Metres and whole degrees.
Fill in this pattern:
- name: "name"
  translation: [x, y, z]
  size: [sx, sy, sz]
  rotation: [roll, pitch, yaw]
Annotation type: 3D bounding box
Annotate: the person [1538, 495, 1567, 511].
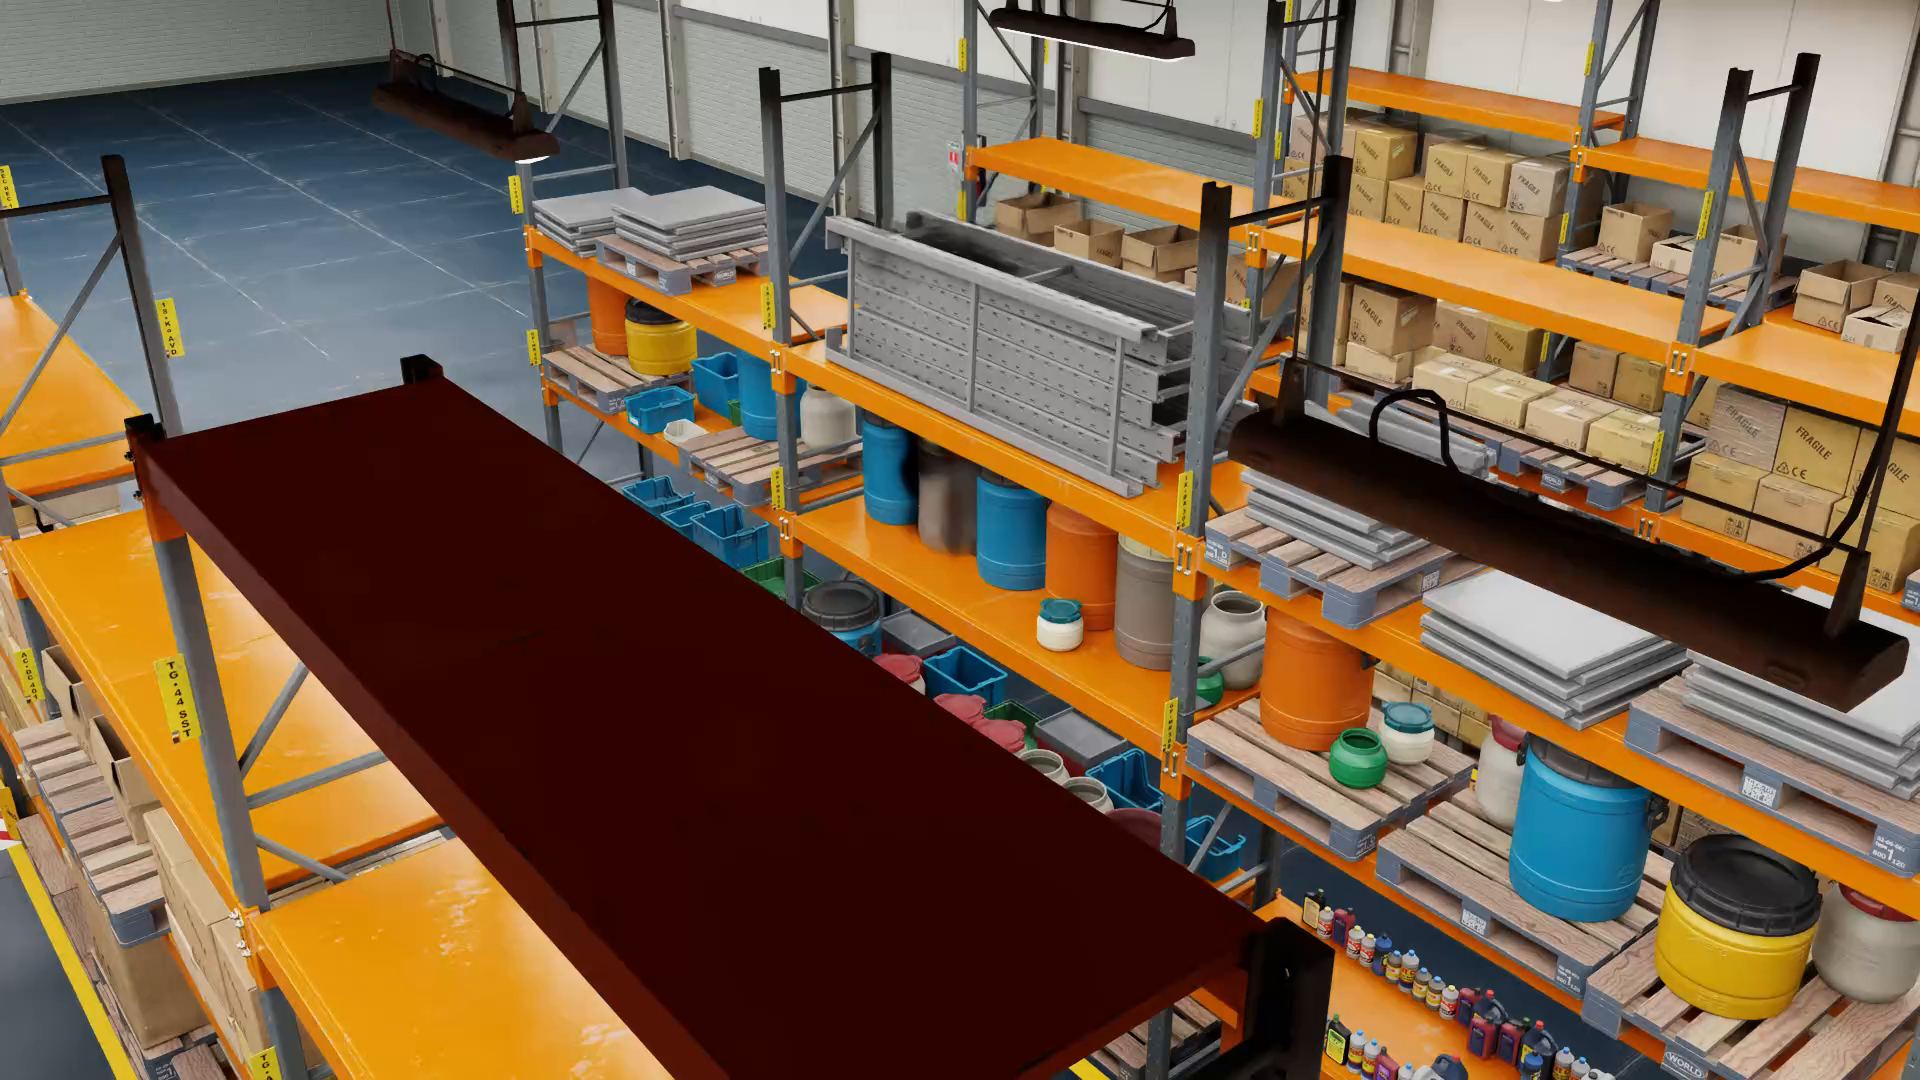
- name: "person"
  translation: [5.652, 0.046, 16.266]
  size: [0.627, 1.663, 0.530]
  rotation: [-23, 34, -38]
